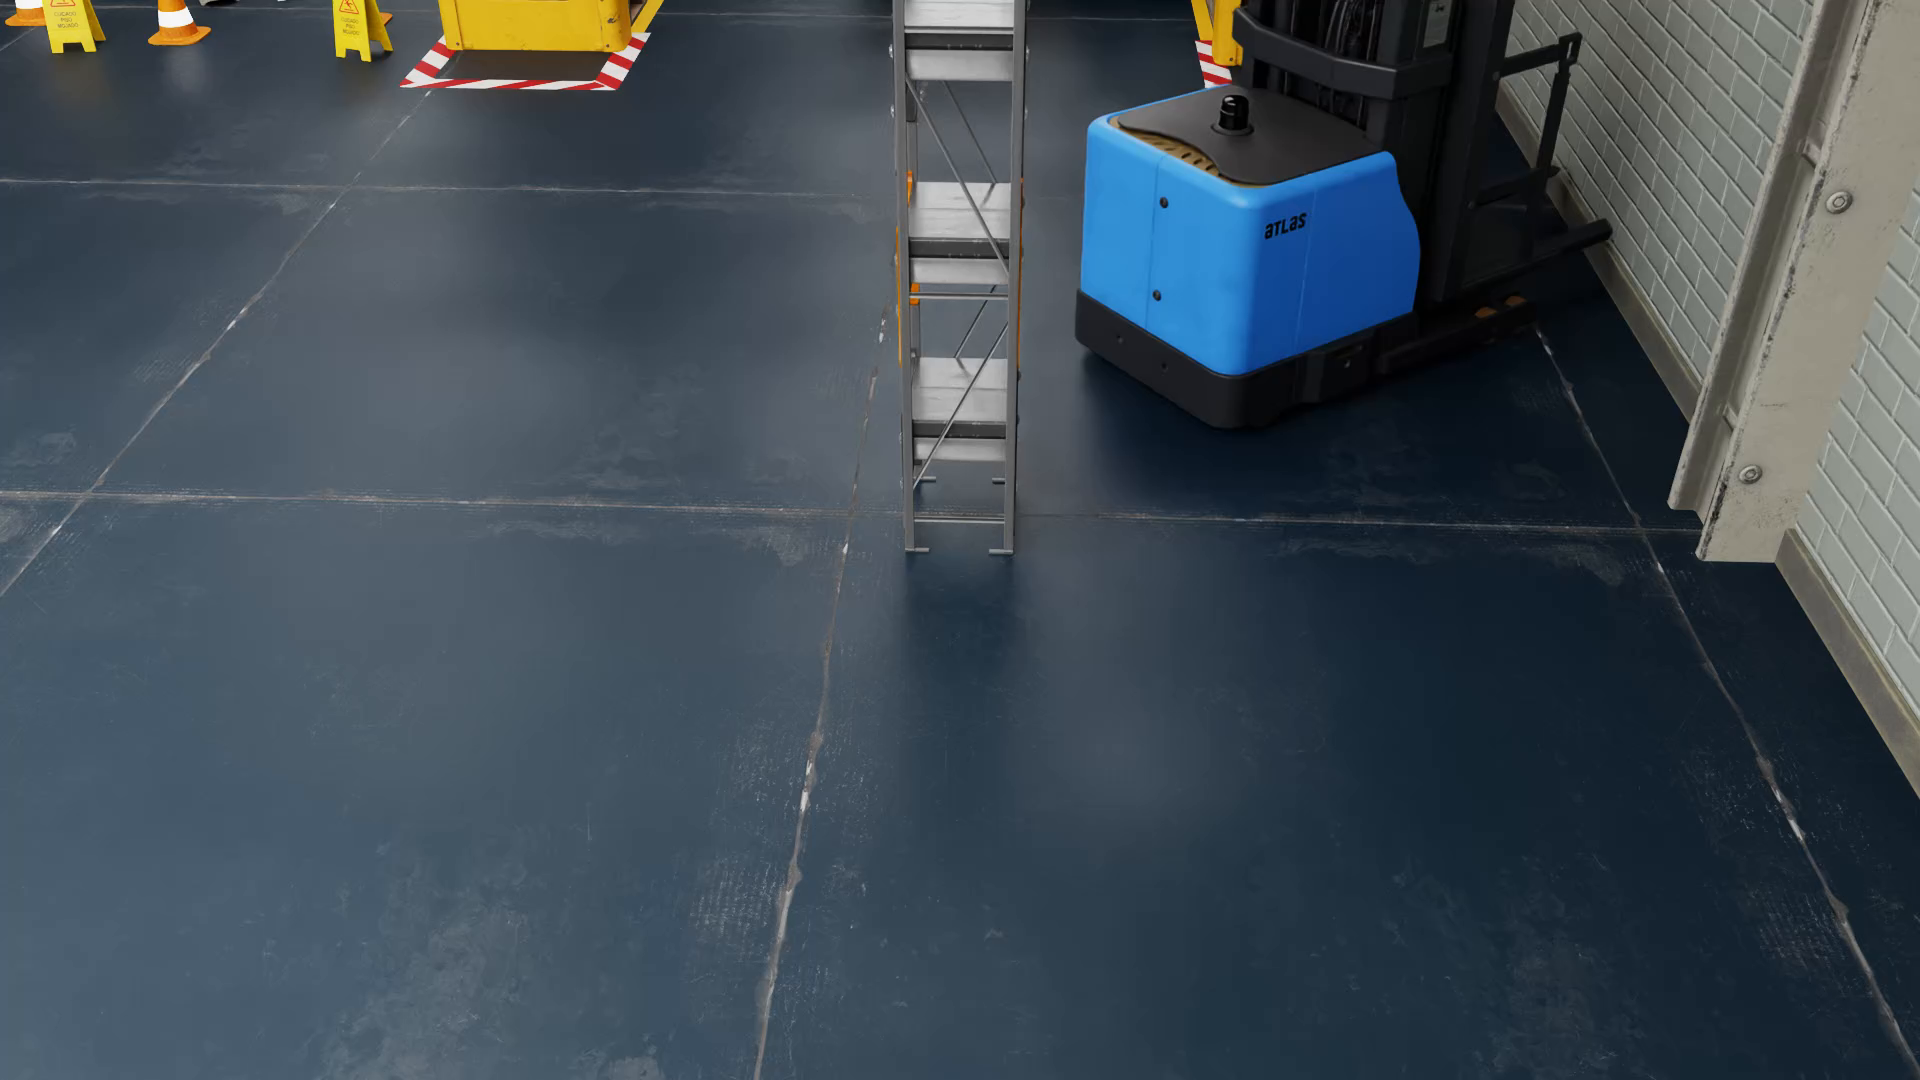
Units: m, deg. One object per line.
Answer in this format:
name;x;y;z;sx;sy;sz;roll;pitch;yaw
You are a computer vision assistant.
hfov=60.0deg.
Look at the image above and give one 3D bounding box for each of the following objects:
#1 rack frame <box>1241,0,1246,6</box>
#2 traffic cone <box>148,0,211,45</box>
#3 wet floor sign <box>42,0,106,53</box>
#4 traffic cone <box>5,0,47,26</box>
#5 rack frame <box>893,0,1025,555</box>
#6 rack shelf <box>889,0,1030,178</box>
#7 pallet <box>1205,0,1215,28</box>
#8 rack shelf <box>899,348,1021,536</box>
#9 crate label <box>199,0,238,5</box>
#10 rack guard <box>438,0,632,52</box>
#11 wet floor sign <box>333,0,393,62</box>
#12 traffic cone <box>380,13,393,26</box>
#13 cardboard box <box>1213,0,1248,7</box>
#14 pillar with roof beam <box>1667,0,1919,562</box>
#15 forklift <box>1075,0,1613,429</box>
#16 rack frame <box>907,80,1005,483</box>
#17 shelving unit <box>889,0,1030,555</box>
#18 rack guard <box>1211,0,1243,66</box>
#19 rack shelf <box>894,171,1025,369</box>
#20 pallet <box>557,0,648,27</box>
rack frame;2.207;-4.330;9.802;1.000;3.000;0.127;1;35;2
traffic cone;-5.147;-3.512;10.844;0.336;0.463;0.334;1;35;2
wet floor sign;-5.726;-3.473;10.630;0.267;0.644;0.232;-4;35;-6
traffic cone;-6.263;-3.733;11.159;0.336;0.463;0.334;1;35;2
rack frame;-0.003;-0.814;5.582;0.400;2.100;0.015;1;35;2
rack shelf;0.007;-1.516;5.387;0.431;0.518;0.480;1;35;2
pallet;2.196;-3.629;11.230;1.003;0.211;1.213;1;35;2
rack shelf;0.007;-0.370;6.192;0.431;0.518;0.480;1;35;2
crate label;-5.178;-3.831;11.582;0.250;0.136;0.298;-17;38;-22
rack guard;-2.750;-3.463;10.743;1.175;0.500;0.348;1;35;2
wet floor sign;-3.830;-3.395;10.519;0.267;0.644;0.232;13;37;18
traffic cone;-4.025;-3.681;11.086;0.336;0.463;0.334;1;35;2
cardboard box;1.910;-3.654;10.866;0.500;0.250;0.500;2;35;2
pillar with roof beam;-1.407;-3.816;3.853;9.100;9.000;0.400;1;35;2
forklift;2.015;-2.310;6.987;3.031;2.935;1.130;-22;40;-28
rack frame;0.016;-1.094;5.981;0.400;2.100;0.015;1;35;2
shelving unit;0.007;-0.954;5.782;0.431;2.100;0.503;1;35;2
rack guard;2.206;-3.293;10.501;1.175;0.500;0.348;1;35;2
rack shelf;0.007;-0.943;5.789;0.431;0.518;0.480;1;35;2
pallet;-2.682;-3.811;11.489;1.003;0.211;1.213;1;35;2
